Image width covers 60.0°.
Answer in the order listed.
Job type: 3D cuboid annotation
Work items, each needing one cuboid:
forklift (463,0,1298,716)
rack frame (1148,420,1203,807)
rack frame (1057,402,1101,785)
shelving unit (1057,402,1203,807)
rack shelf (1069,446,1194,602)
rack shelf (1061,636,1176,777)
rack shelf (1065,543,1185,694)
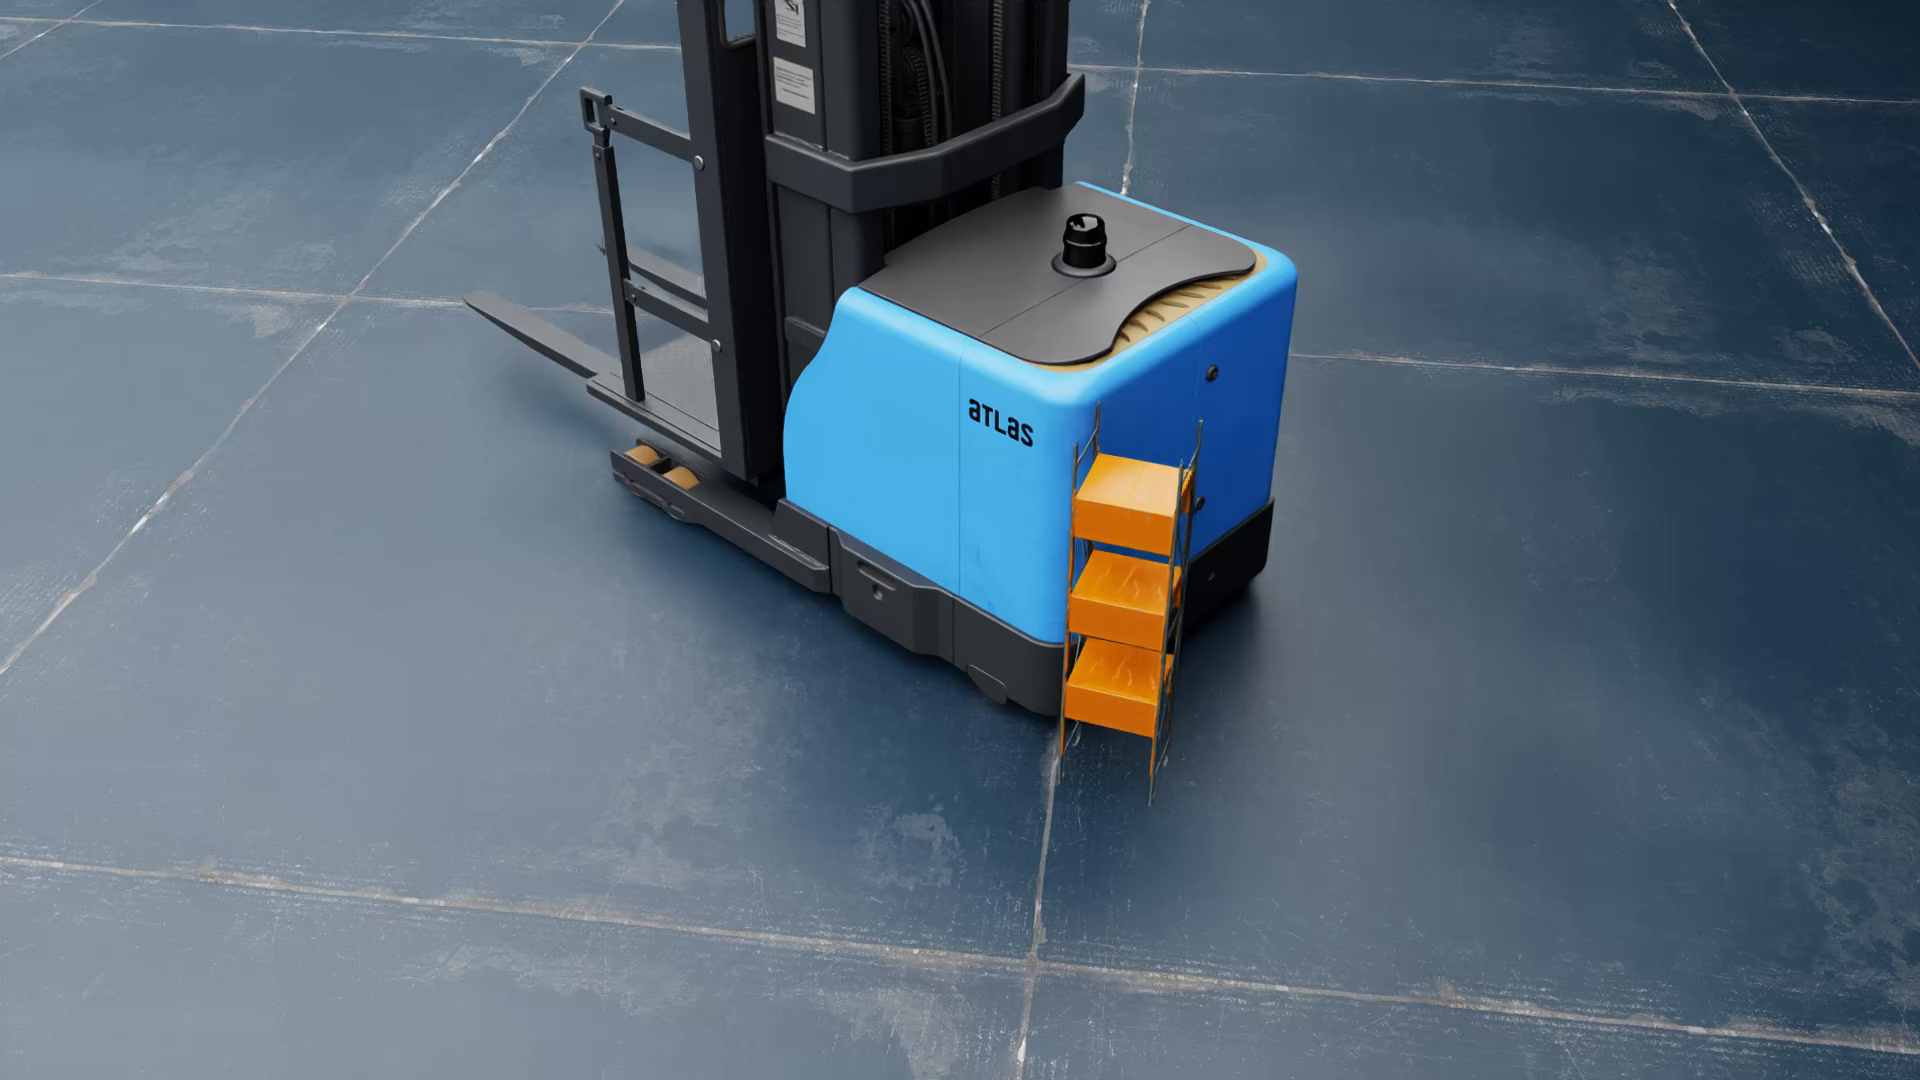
[{"bbox_3d":[-0.496,-1.456,4.767,3.031,2.935,1.130,28,44,34],"label":"forklift"},{"bbox_3d":[0.522,0.206,4.057,0.008,1.050,0.200,12,37,16],"label":"rack frame"},{"bbox_3d":[0.292,0.159,4.123,0.008,1.050,0.200,12,37,16],"label":"rack frame"},{"bbox_3d":[0.407,0.182,4.090,0.252,1.050,0.215,12,37,16],"label":"shelving unit"},{"bbox_3d":[0.407,-0.040,3.931,0.240,0.259,0.215,12,37,16],"label":"rack shelf"},{"bbox_3d":[0.407,0.417,4.258,0.240,0.259,0.215,12,37,16],"label":"rack shelf"},{"bbox_3d":[0.407,0.191,4.096,0.240,0.259,0.215,12,37,16],"label":"rack shelf"}]
